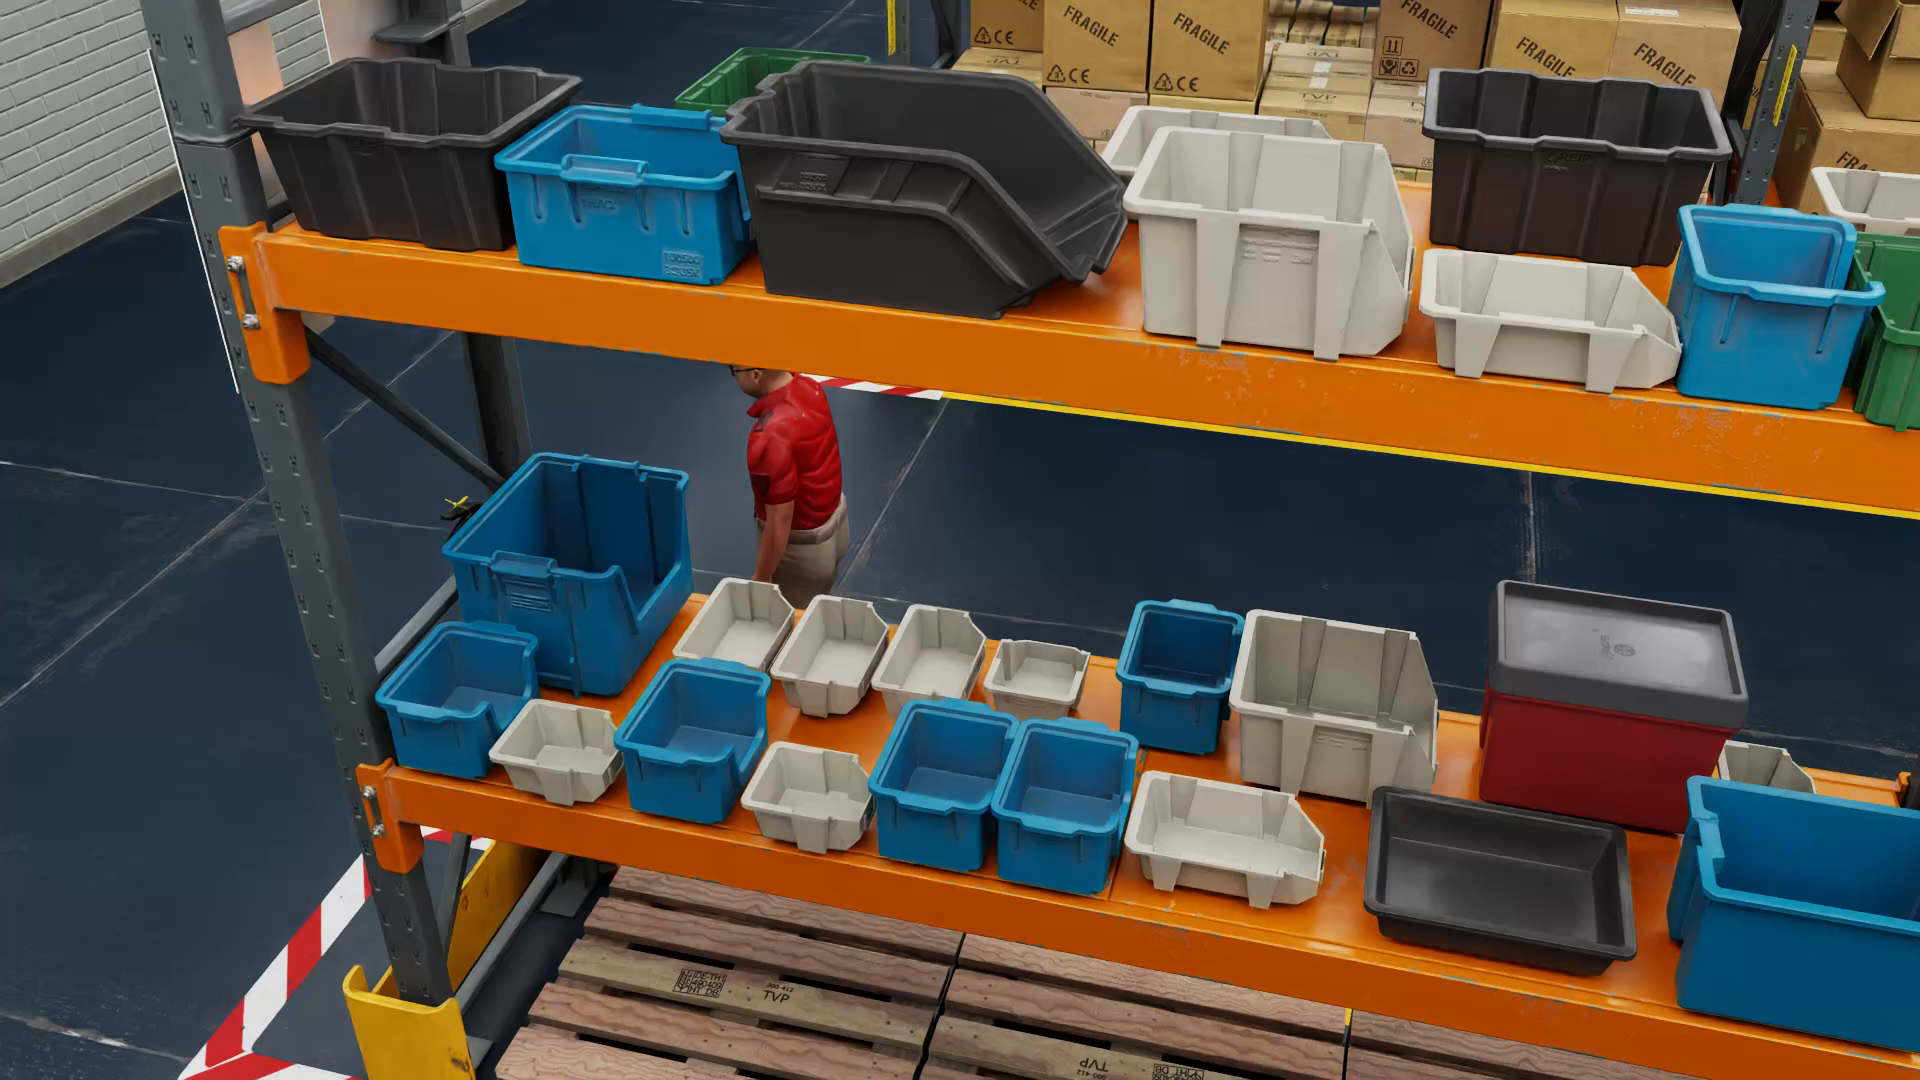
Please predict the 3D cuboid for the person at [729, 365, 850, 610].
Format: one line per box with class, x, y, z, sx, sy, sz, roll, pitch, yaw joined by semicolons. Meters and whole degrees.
person;-0.626;0.006;6.142;0.396;1.726;0.585;8;33;12
